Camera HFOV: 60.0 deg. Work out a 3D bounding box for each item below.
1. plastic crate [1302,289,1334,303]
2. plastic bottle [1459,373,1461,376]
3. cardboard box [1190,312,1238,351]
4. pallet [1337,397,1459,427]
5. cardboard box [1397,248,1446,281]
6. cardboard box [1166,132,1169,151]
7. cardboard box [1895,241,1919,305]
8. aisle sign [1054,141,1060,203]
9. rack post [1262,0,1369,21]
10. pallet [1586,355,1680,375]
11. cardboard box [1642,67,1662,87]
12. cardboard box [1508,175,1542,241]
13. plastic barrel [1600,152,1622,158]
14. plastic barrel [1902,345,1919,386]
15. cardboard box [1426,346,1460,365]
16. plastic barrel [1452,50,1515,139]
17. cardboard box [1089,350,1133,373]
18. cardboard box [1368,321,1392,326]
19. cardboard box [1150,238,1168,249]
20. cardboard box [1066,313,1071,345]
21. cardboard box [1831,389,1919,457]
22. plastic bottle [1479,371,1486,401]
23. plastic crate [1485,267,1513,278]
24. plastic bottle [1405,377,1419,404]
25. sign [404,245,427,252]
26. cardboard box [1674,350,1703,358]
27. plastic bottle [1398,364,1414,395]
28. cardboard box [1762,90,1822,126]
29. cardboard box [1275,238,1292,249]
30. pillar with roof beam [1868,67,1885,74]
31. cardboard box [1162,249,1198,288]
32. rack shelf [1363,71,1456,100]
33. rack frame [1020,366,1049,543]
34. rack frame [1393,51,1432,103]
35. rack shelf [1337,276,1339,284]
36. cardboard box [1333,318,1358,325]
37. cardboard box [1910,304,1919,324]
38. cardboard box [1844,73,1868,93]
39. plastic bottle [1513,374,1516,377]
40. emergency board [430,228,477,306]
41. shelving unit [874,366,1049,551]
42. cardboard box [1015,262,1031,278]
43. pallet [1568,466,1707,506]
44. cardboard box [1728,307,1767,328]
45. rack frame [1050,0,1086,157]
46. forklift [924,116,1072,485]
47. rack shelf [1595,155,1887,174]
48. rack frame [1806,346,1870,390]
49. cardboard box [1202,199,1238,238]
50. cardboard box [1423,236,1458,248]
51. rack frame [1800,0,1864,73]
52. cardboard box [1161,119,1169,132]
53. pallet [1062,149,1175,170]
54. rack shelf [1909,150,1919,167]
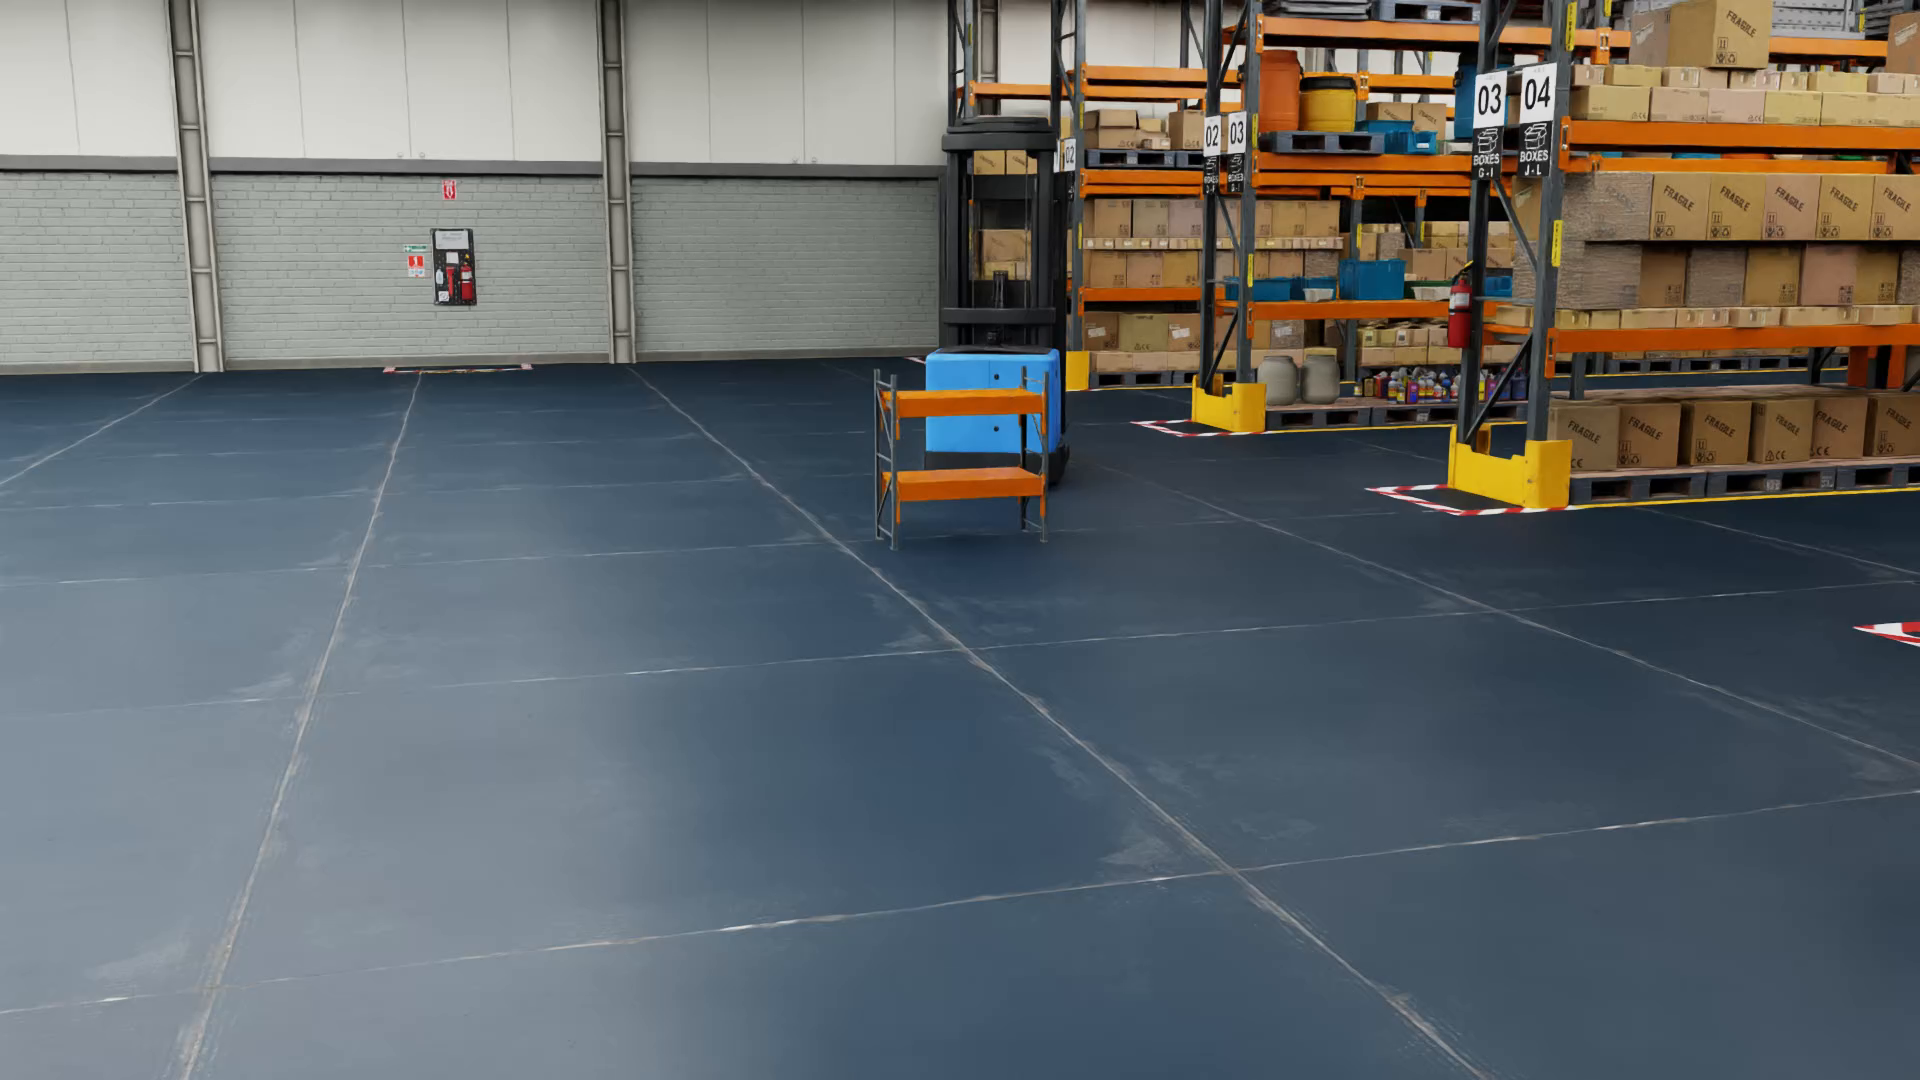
[{"bbox_3d":[3.721,-2.531,17.240,0.250,0.136,0.298,-3,11,-16],"label":"plastic crate"},{"bbox_3d":[5.616,-1.752,18.597,0.097,0.271,0.097,0,10,0],"label":"plastic bottle"},{"bbox_3d":[3.409,-2.820,22.443,0.500,0.500,0.500,-3,11,-16],"label":"cardboard box"},{"bbox_3d":[4.782,-1.414,18.142,1.213,0.211,1.003,-3,11,-16],"label":"pallet"},{"bbox_3d":[6.479,-3.847,23.383,0.500,0.500,0.500,-2,11,-12],"label":"cardboard box"},{"bbox_3d":[2.957,-5.372,22.357,0.500,0.311,0.500,-2,11,-9],"label":"cardboard box"},{"bbox_3d":[7.547,-2.197,13.595,0.500,0.500,0.875,-3,11,-16],"label":"cardboard box"},{"bbox_3d":[1.246,-4.859,21.976,0.004,0.787,0.394,-3,11,-16],"label":"aisle sign"},{"bbox_3d":[3.533,-5.392,16.864,0.954,0.300,0.937,-2,11,-10],"label":"rack post"},{"bbox_3d":[9.799,-2.598,24.574,1.213,0.211,1.003,-3,11,-16],"label":"pallet"},{"bbox_3d":[4.969,-3.412,12.326,0.250,0.149,0.380,-3,11,-17],"label":"cardboard box"},{"bbox_3d":[4.615,-2.569,12.855,0.500,0.500,0.500,-3,11,-16],"label":"cardboard box"},{"bbox_3d":[7.040,-4.659,18.401,0.708,0.901,0.600,-3,11,-16],"label":"plastic barrel"},{"bbox_3d":[11.435,-2.131,20.051,0.421,0.512,0.421,0,10,0],"label":"plastic barrel"},{"bbox_3d":[6.676,-2.619,23.424,0.500,0.250,0.500,-3,11,-18],"label":"cardboard box"},{"bbox_3d":[5.627,-4.771,17.846,0.708,0.901,0.600,-3,11,-16],"label":"plastic barrel"},{"bbox_3d":[1.968,-2.376,22.101,0.500,0.250,0.500,-3,11,-16],"label":"cardboard box"},{"bbox_3d":[6.038,-2.963,23.743,0.500,0.311,0.500,-3,11,-14],"label":"cardboard box"},{"bbox_3d":[2.563,-3.922,21.999,0.250,0.149,0.380,-3,11,-17],"label":"cardboard box"},{"bbox_3d":[1.958,-3.458,27.232,0.500,0.500,0.700,-4,11,-20],"label":"cardboard box"},{"bbox_3d":[7.601,-0.977,13.813,0.500,0.500,0.500,-3,11,-18],"label":"cardboard box"},{"bbox_3d":[5.580,-1.679,17.983,0.185,0.351,0.144,-3,11,-16],"label":"plastic bottle"},{"bbox_3d":[6.074,-2.839,18.355,0.504,0.338,0.767,-3,11,-16],"label":"plastic crate"},{"bbox_3d":[4.822,-1.598,17.729,0.133,0.283,0.061,-3,11,-15],"label":"plastic bottle"},{"bbox_3d":[-8.264,-4.424,25.233,0.331,0.109,0.001,-3,11,-16],"label":"sign"},{"bbox_3d":[10.573,-2.950,24.476,0.500,0.500,0.500,-3,11,-17],"label":"cardboard box"},{"bbox_3d":[4.953,-1.779,18.524,0.185,0.351,0.144,-3,11,-14],"label":"plastic bottle"},{"bbox_3d":[6.159,-3.270,12.655,0.500,0.250,0.500,-3,11,-14],"label":"cardboard box"},{"bbox_3d":[4.289,-4.013,22.494,0.250,0.149,0.380,-3,11,-16],"label":"cardboard box"},{"bbox_3d":[18.919,-7.693,27.978,0.548,9.000,9.100,-3,11,-16],"label":"pillar with roof beam"},{"bbox_3d":[2.824,-3.655,22.340,0.500,0.500,0.700,-3,11,-16],"label":"cardboard box"},{"bbox_3d":[7.152,-6.237,23.160,4.000,0.370,1.077,-3,11,-16],"label":"rack shelf"},{"bbox_3d":[0.495,-0.579,11.086,0.032,1.125,0.500,-3,11,-16],"label":"rack frame"},{"bbox_3d":[7.684,-7.749,28.285,0.127,3.000,1.000,-3,11,-16],"label":"rack frame"},{"bbox_3d":[5.763,-4.344,28.344,4.000,0.370,1.077,-3,11,-16],"label":"rack shelf"},{"bbox_3d":[6.480,-3.734,28.736,0.500,0.500,0.700,-3,11,-16],"label":"cardboard box"},{"bbox_3d":[7.630,-1.817,13.323,0.250,0.149,0.380,-3,11,-16],"label":"cardboard box"},{"bbox_3d":[6.740,-3.500,12.801,0.250,0.149,0.380,-3,11,-14],"label":"cardboard box"},{"bbox_3d":[6.034,-1.730,18.261,0.185,0.351,0.144,-3,11,-16],"label":"plastic bottle"},{"bbox_3d":[-7.711,-4.158,25.346,0.643,1.169,0.194,-3,11,-16],"label":"emergency board"},{"bbox_3d":[0.006,-0.554,10.946,1.048,1.125,0.538,-3,11,-16],"label":"shelving unit"},{"bbox_3d":[1.054,-4.328,26.631,0.500,0.250,0.500,-3,11,-18],"label":"cardboard box"},{"bbox_3d":[5.019,-0.478,13.060,1.213,0.211,1.003,-3,11,-16],"label":"pallet"},{"bbox_3d":[5.964,-1.719,12.794,0.250,0.149,0.380,-3,11,-16],"label":"cardboard box"},{"bbox_3d":[1.391,-6.483,21.409,0.127,3.000,1.000,-3,11,-16],"label":"rack frame"},{"bbox_3d":[0.389,-2.095,14.331,1.130,2.935,3.031,1,10,6],"label":"forklift"},{"bbox_3d":[8.532,-4.097,18.717,4.000,0.370,1.077,-3,11,-16],"label":"rack shelf"},{"bbox_3d":[10.453,-3.077,19.473,0.127,3.000,1.000,-3,11,-16],"label":"rack frame"},{"bbox_3d":[3.361,-4.323,22.384,0.500,0.500,0.700,-3,11,-16],"label":"cardboard box"},{"bbox_3d":[8.222,-4.984,28.682,0.500,0.500,0.500,-3,11,-14],"label":"cardboard box"},{"bbox_3d":[12.912,-7.091,24.708,0.127,3.000,1.000,-3,11,-16],"label":"rack frame"},{"bbox_3d":[3.438,-6.550,26.962,0.500,0.500,0.500,-4,11,-21],"label":"cardboard box"},{"bbox_3d":[2.077,-4.996,21.859,1.213,0.211,1.003,-3,11,-16],"label":"pallet"},{"bbox_3d":[9.917,-3.236,14.040,4.000,0.370,1.077,-3,11,-16],"label":"rack shelf"}]
